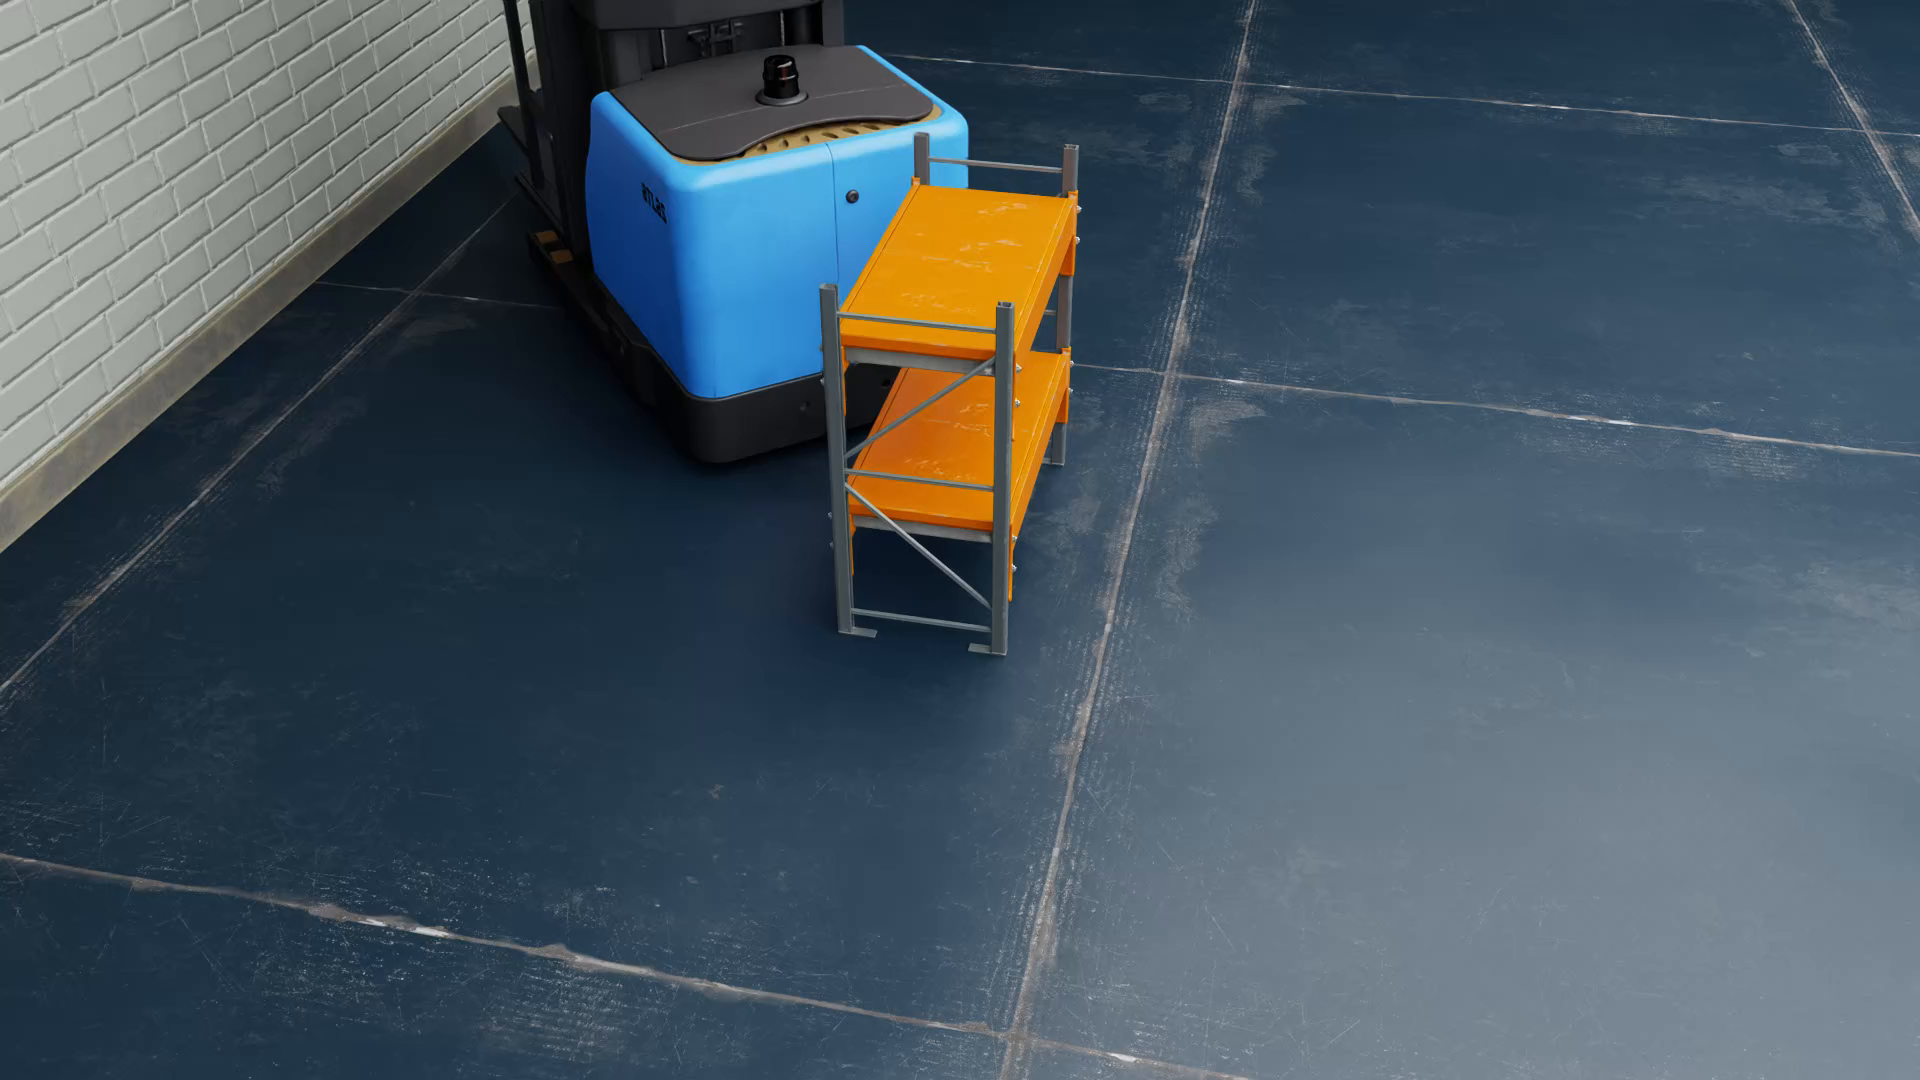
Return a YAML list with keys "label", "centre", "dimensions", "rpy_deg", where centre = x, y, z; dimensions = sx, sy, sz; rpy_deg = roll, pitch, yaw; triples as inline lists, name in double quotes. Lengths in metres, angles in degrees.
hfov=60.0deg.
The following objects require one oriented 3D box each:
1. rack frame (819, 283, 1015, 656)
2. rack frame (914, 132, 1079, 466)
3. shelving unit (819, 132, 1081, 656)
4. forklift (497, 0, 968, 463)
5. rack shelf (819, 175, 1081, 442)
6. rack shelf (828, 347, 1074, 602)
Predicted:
- label: "rack frame"
  centre: [-0.110, -0.160, 4.512]
  dimensions: [0.500, 1.125, 0.032]
  rpy_deg: [7, 37, 10]
- label: "rack frame"
  centre: [0.107, -0.743, 5.317]
  dimensions: [0.500, 1.125, 0.032]
  rpy_deg: [7, 37, 10]
- label: "shelving unit"
  centre: [-0.001, -0.452, 4.915]
  dimensions: [0.538, 1.125, 1.048]
  rpy_deg: [7, 37, 10]
- label: "forklift"
  centre: [-1.098, -2.287, 5.908]
  dimensions: [1.130, 2.935, 3.031]
  rpy_deg: [-17, 39, -22]
- label: "rack shelf"
  centre: [-0.001, -0.689, 4.743]
  dimensions: [0.538, 0.278, 1.000]
  rpy_deg: [7, 37, 10]
- label: "rack shelf"
  centre: [-0.001, -0.254, 5.058]
  dimensions: [0.538, 0.278, 1.000]
  rpy_deg: [7, 37, 10]
